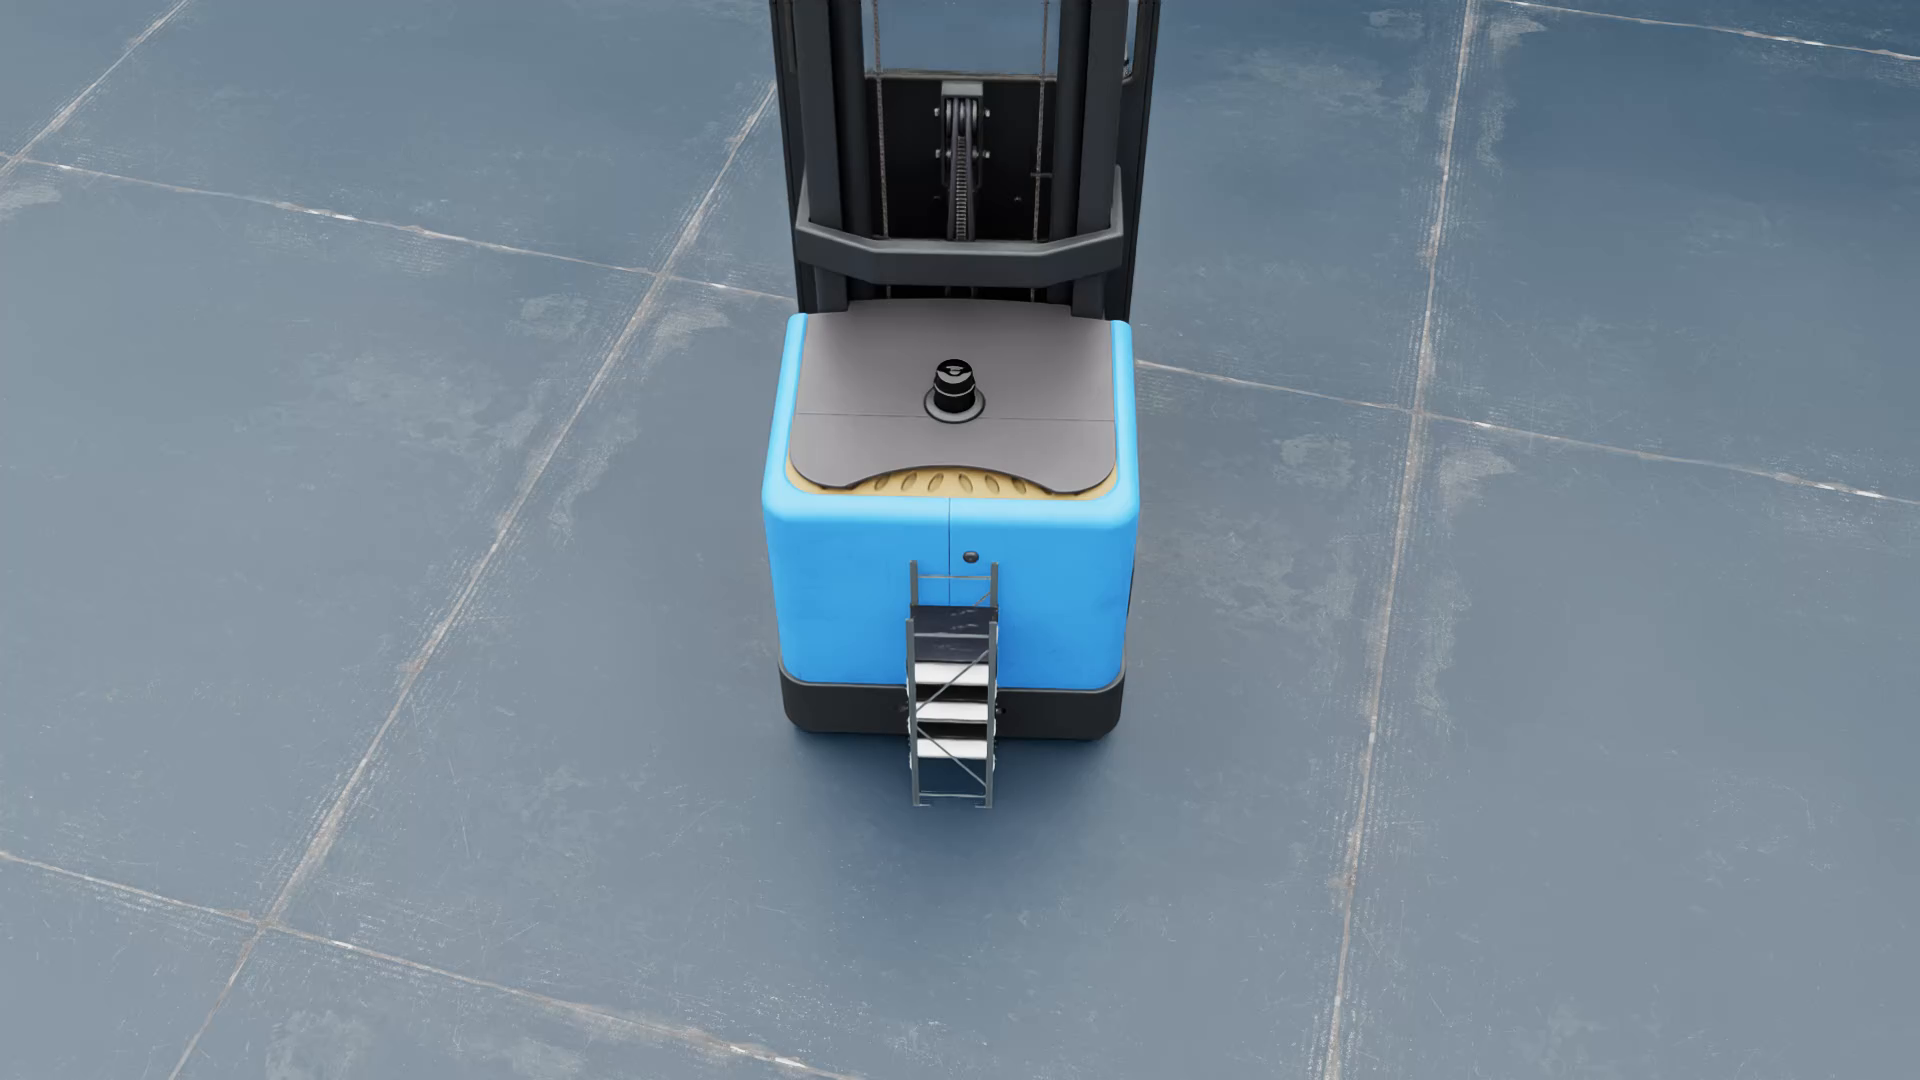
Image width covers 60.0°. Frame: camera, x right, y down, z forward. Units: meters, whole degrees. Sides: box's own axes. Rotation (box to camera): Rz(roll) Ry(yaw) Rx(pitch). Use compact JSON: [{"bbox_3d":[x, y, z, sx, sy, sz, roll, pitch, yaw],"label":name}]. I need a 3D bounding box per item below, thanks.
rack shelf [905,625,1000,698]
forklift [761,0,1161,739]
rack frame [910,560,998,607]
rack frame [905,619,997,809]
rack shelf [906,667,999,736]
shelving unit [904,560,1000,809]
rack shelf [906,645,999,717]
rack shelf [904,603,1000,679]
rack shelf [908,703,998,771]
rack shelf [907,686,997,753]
[{"bbox_3d":[-0.020,0.337,4.657,0.258,0.077,0.200,1,49,1],"label":"rack shelf"},{"bbox_3d":[0.022,-1.455,5.079,1.130,2.935,3.031,1,49,1],"label":"forklift"},{"bbox_3d":[-0.016,0.358,4.834,0.240,0.900,0.006,1,49,1],"label":"rack frame"},{"bbox_3d":[-0.023,0.510,4.700,0.240,0.900,0.006,1,49,1],"label":"rack frame"},{"bbox_3d":[-0.020,0.456,4.792,0.258,0.077,0.200,1,49,1],"label":"rack shelf"},{"bbox_3d":[-0.020,0.434,4.767,0.258,0.900,0.210,1,49,1],"label":"shelving unit"},{"bbox_3d":[-0.020,0.396,4.724,0.258,0.077,0.200,1,49,1],"label":"rack shelf"},{"bbox_3d":[-0.020,0.277,4.589,0.258,0.077,0.200,1,49,1],"label":"rack shelf"},{"bbox_3d":[-0.020,0.575,4.927,0.258,0.077,0.200,1,49,1],"label":"rack shelf"},{"bbox_3d":[-0.020,0.516,4.859,0.258,0.077,0.200,1,49,1],"label":"rack shelf"}]
